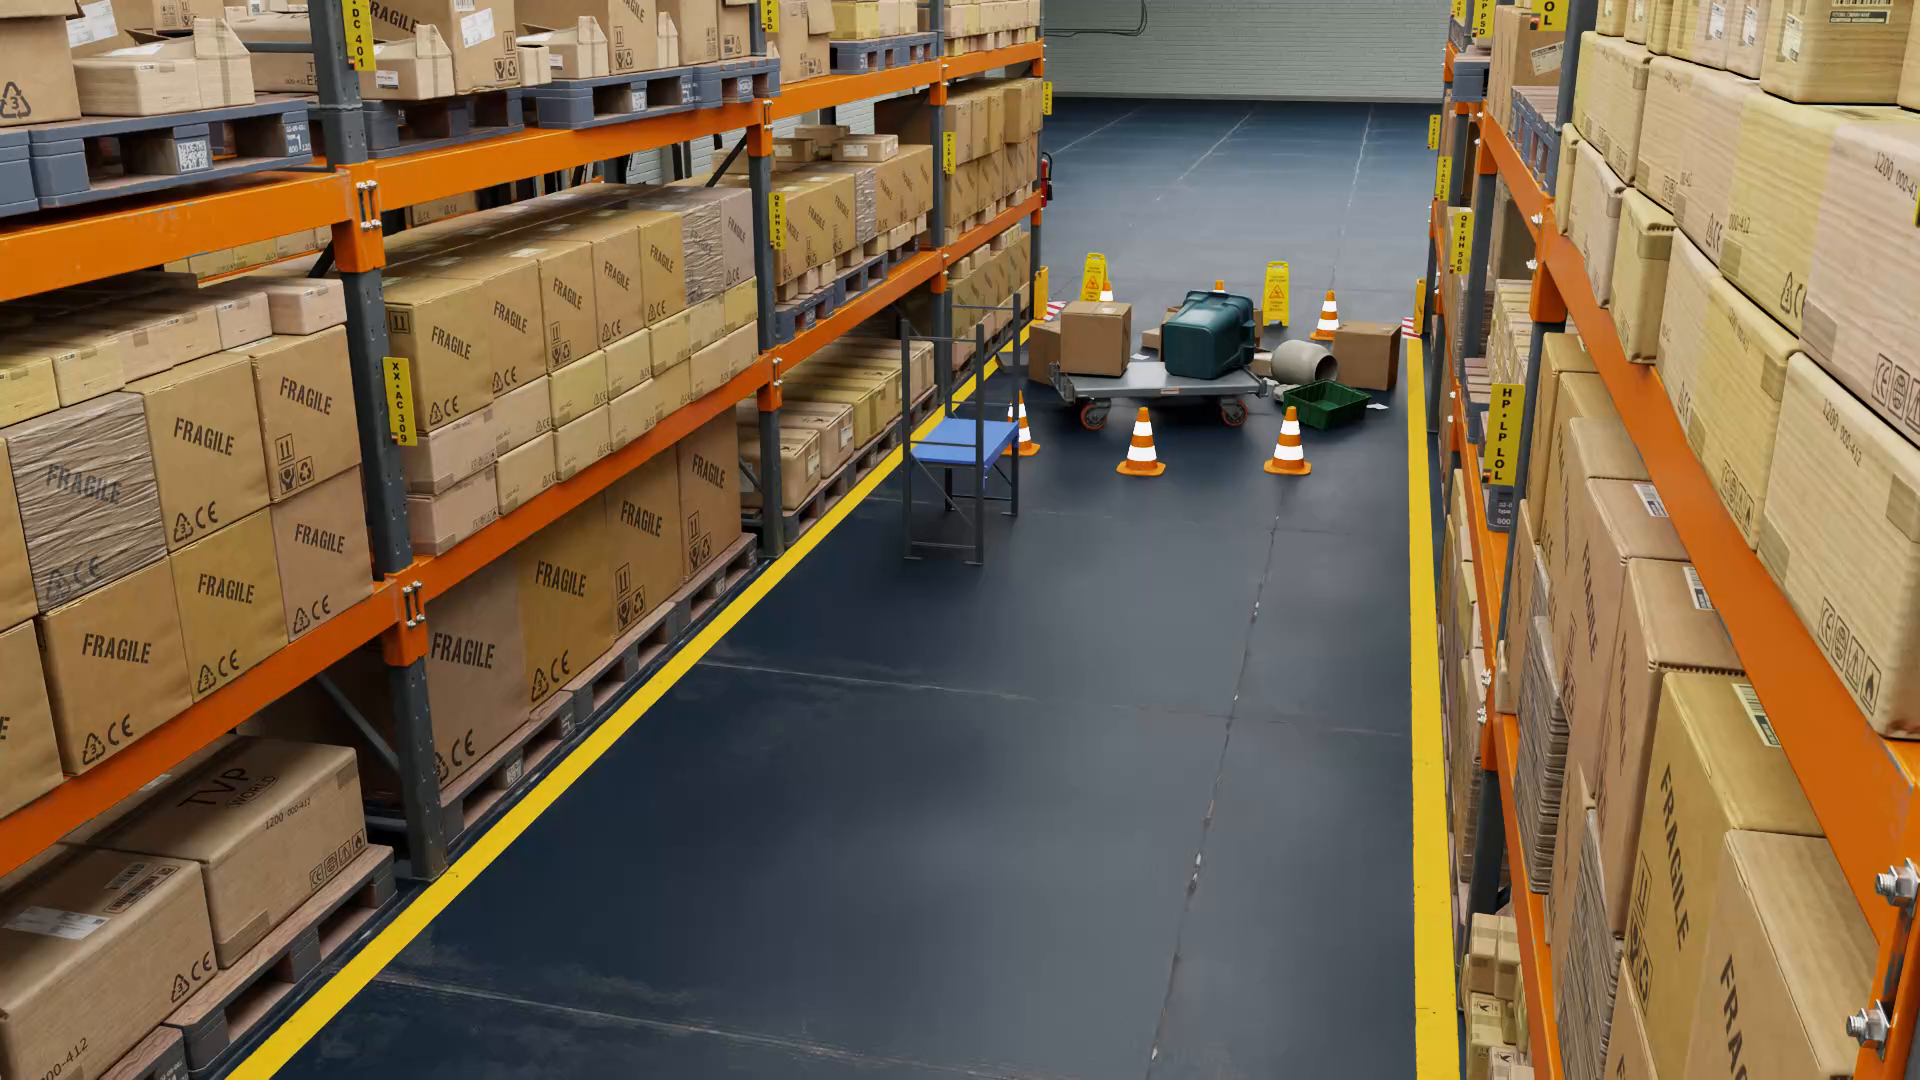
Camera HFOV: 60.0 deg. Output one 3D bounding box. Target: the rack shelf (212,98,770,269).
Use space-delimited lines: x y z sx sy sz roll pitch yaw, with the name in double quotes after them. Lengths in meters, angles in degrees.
-2.090 -1.805 7.805 1.077 0.370 4.000 5 19 13 "rack shelf"

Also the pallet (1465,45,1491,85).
3.599 -2.881 10.132 1.003 0.211 1.213 6 20 16 "pallet"

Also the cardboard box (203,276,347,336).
-2.345 -0.805 5.699 0.380 0.149 0.250 4 19 12 "cardboard box"

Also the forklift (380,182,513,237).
-3.678 -1.830 11.510 1.130 2.935 3.031 -11 22 -30 "forklift"

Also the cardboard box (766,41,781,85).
-1.297 -2.874 10.029 0.396 0.266 0.258 5 19 13 "cardboard box"

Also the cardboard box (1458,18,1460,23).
4.165 -4.174 13.211 0.380 0.149 0.250 5 19 14 "cardboard box"

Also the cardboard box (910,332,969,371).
-0.218 -1.668 14.535 0.500 0.250 0.500 4 19 11 "cardboard box"

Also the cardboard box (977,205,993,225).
0.085 -2.962 15.106 0.380 0.149 0.250 5 19 14 "cardboard box"

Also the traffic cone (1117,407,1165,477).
1.329 -0.737 12.130 0.336 0.463 0.334 5 19 13 "traffic cone"

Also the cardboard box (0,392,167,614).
-2.674 -0.132 4.730 0.500 0.500 0.500 5 19 14 "cardboard box"

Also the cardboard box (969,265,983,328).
-0.099 -2.192 14.907 0.500 0.500 0.500 5 20 16 "cardboard box"

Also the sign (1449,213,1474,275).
2.684 -1.585 8.895 0.100 0.325 0.005 5 19 13 "sign"

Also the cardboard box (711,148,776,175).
-1.475 -2.582 11.338 0.380 0.149 0.250 4 19 11 "cardboard box"

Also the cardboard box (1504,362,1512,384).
2.597 -0.675 7.302 0.380 0.149 0.250 4 19 13 "cardboard box"

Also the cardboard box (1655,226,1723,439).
1.375 -0.313 2.556 0.500 0.250 0.500 6 20 16 "cardboard box"

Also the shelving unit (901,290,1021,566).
0.021 -0.736 10.523 0.538 1.500 1.048 5 19 13 "shelving unit"

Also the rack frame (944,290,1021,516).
0.145 -0.896 10.990 0.500 1.500 0.032 5 19 13 "rack frame"

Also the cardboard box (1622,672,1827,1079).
1.263 0.530 2.332 0.500 0.500 0.500 4 19 12 "cardboard box"

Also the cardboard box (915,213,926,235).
-0.482 -2.504 13.116 0.380 0.149 0.250 5 19 14 "cardboard box"

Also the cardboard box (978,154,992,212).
-0.011 -3.226 14.878 0.500 0.500 0.500 4 19 13 "cardboard box"

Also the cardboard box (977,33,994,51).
0.090 -4.383 14.627 0.380 0.149 0.250 4 19 12 "cardboard box"

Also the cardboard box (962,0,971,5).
-0.122 -4.524 13.805 0.380 0.149 0.250 4 19 12 "cardboard box"

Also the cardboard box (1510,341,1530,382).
2.538 -0.736 7.020 0.380 0.149 0.250 4 19 13 "cardboard box"

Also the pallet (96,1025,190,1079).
-3.137 1.836 4.986 1.003 0.211 1.213 5 19 13 "pallet"

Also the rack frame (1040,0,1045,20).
0.353 -6.700 16.380 1.000 3.000 0.127 5 19 13 "rack frame"

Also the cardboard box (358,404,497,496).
-2.198 -0.381 6.620 0.500 0.250 0.500 4 19 12 "cardboard box"

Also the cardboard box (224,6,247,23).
-5.601 -3.934 12.508 0.380 0.149 0.250 4 19 13 "cardboard box"

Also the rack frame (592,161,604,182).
-4.461 -4.251 18.494 1.000 3.000 0.127 5 19 13 "rack frame"

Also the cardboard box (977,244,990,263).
0.057 -2.610 15.129 0.380 0.149 0.250 6 20 17 "cardboard box"

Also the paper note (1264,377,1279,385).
2.758 -1.409 14.778 0.172 0.023 0.155 12 22 32 "paper note"

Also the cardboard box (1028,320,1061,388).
0.957 -1.654 14.751 0.500 0.500 0.500 -13 23 -34 "cardboard box"

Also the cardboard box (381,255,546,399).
-2.095 -0.897 6.971 0.500 0.500 0.500 5 19 13 "cardboard box"

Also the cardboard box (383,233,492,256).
-2.451 -1.100 7.565 0.500 0.500 0.500 5 20 15 "cardboard box"

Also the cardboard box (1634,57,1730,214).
1.520 -0.714 2.955 0.500 0.250 0.500 4 19 11 "cardboard box"

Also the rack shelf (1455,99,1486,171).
3.712 -2.700 10.424 1.077 0.370 4.000 5 19 13 "rack shelf"

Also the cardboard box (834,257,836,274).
-1.058 -1.855 11.215 0.380 0.149 0.250 6 20 17 "cardboard box"

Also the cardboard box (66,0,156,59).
-2.926 -1.644 5.262 0.500 0.500 0.500 5 19 14 "cardboard box"

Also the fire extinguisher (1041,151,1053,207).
0.828 -3.823 17.361 0.296 0.674 0.183 5 19 13 "fire extinguisher"

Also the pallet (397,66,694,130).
-1.978 -2.127 7.924 1.003 0.211 1.213 6 20 16 "pallet"

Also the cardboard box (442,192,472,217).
-4.966 -3.328 15.636 0.500 0.500 0.500 5 19 14 "cardboard box"

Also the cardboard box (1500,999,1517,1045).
1.872 1.444 5.119 0.380 0.149 0.250 5 19 14 "cardboard box"

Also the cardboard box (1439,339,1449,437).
4.136 -1.180 12.333 1.050 0.750 0.750 5 19 13 "cardboard box"

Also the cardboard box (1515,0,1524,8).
2.731 -2.556 7.551 0.396 0.266 0.258 5 19 13 "cardboard box"

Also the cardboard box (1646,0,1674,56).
1.572 -1.034 3.274 0.380 0.149 0.250 6 20 16 "cardboard box"

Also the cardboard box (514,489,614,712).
-2.292 0.223 8.032 0.875 0.875 0.875 5 20 15 "cardboard box"

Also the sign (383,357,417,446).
-2.040 -0.503 6.058 0.100 0.325 0.005 5 19 13 "sign"

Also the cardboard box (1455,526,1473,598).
2.563 0.145 7.678 0.500 0.250 0.500 5 19 14 "cardboard box"

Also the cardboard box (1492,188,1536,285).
3.342 -1.654 9.189 0.700 0.500 0.500 5 19 13 "cardboard box"

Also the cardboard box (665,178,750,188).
-1.644 -2.067 10.835 0.500 0.500 0.500 4 19 13 "cardboard box"

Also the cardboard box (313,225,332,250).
-5.425 -2.590 13.862 0.500 0.250 0.500 5 19 13 "cardboard box"

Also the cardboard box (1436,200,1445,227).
4.759 -3.113 14.928 0.875 0.550 0.550 5 19 13 "cardboard box"

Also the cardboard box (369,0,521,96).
-2.082 -2.018 6.511 0.500 0.500 0.500 4 19 12 "cardboard box"

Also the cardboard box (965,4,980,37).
-0.134 -4.375 13.986 0.500 0.250 0.500 4 19 13 "cardboard box"

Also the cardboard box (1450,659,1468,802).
2.308 0.831 6.830 0.500 0.500 0.500 4 19 12 "cardboard box"

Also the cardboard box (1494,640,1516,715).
1.859 0.442 5.143 0.380 0.149 0.250 5 20 15 "cardboard box"

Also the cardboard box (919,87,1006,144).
0.028 -3.873 15.224 0.700 0.500 0.500 5 19 13 "cardboard box"

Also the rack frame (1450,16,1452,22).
5.178 -6.340 15.328 1.000 3.000 0.127 5 19 13 "rack frame"

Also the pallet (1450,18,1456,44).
5.007 -4.646 15.144 1.003 0.211 1.213 5 19 13 "pallet"

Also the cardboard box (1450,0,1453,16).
4.783 -4.966 15.529 0.380 0.149 0.250 5 19 14 "cardboard box"
